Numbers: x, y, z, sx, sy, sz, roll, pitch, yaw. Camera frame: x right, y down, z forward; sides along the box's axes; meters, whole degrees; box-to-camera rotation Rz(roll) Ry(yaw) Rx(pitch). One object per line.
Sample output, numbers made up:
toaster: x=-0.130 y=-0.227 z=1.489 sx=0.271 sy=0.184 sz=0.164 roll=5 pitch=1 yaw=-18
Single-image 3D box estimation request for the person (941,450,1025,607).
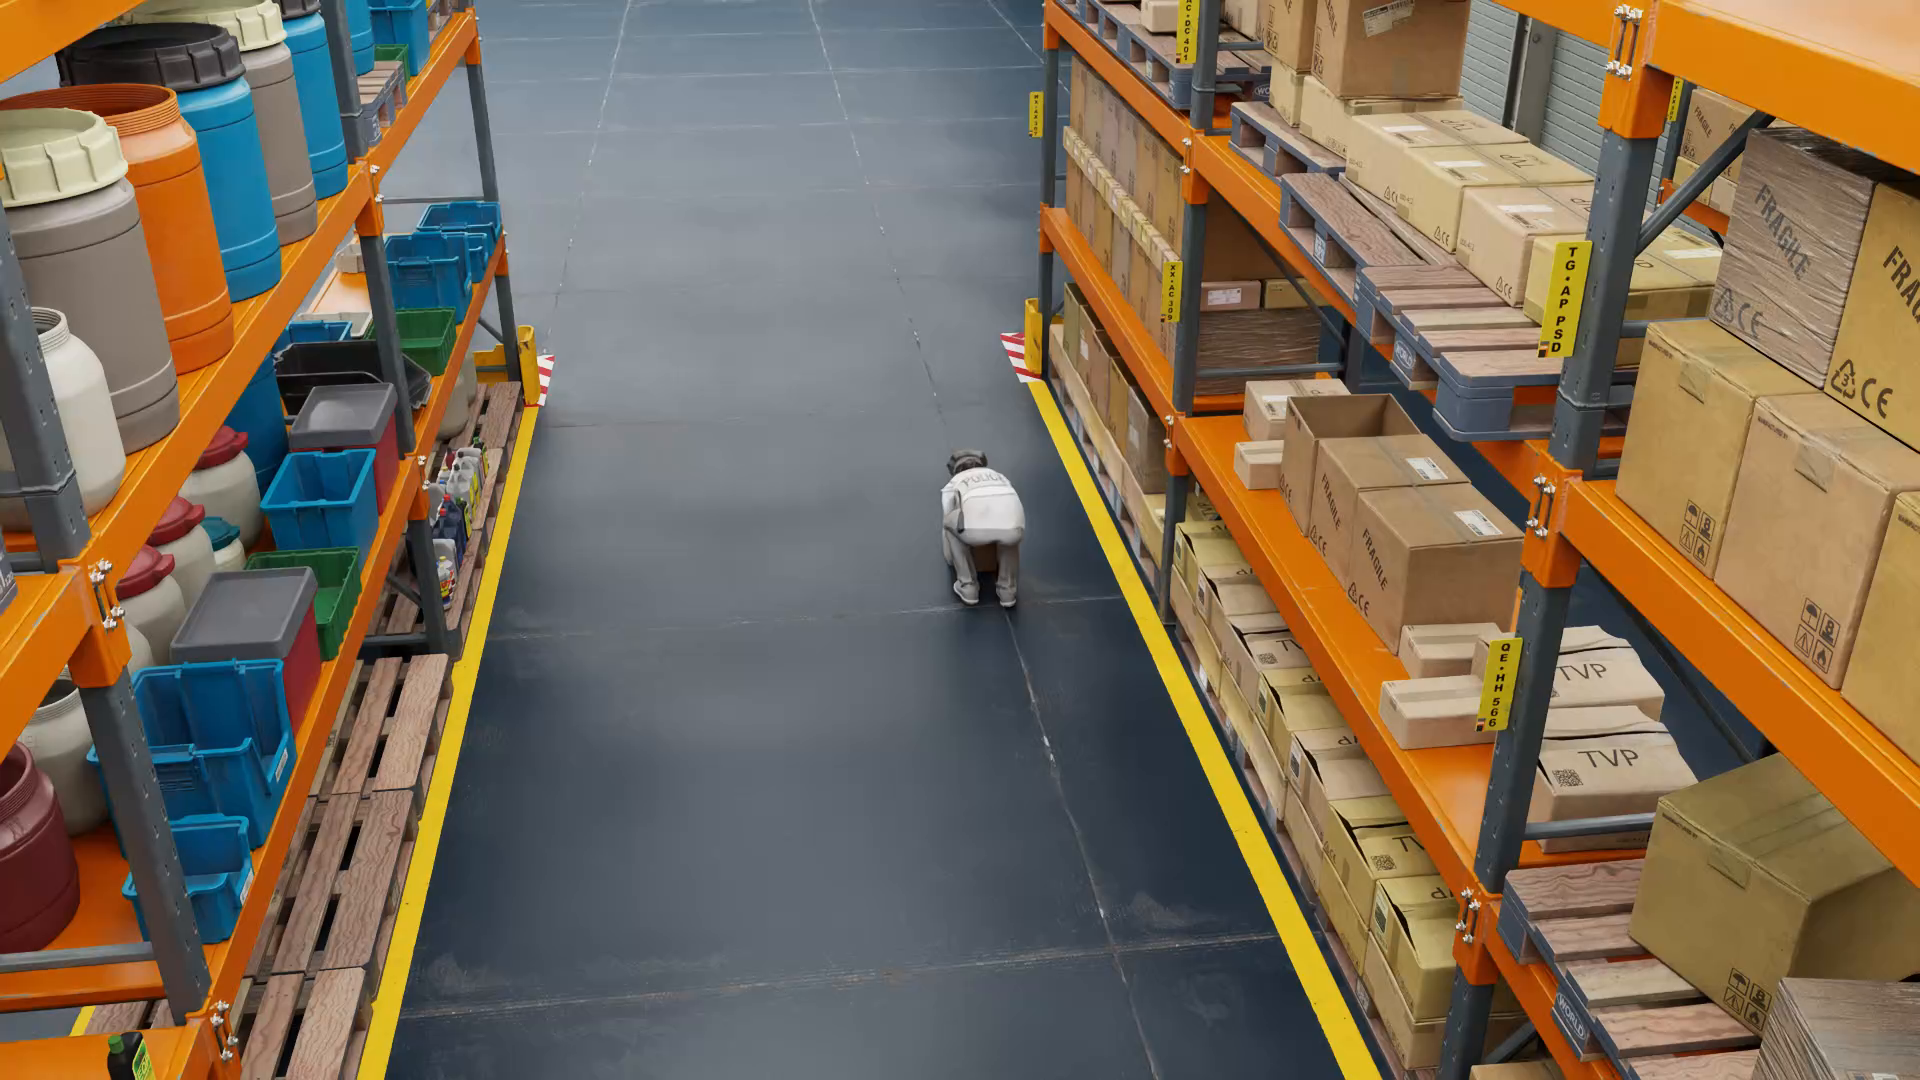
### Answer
person: x=0.130 y=-0.056 z=9.733 sx=0.451 sy=0.772 sz=0.911 roll=-4 pitch=28 yaw=-7
